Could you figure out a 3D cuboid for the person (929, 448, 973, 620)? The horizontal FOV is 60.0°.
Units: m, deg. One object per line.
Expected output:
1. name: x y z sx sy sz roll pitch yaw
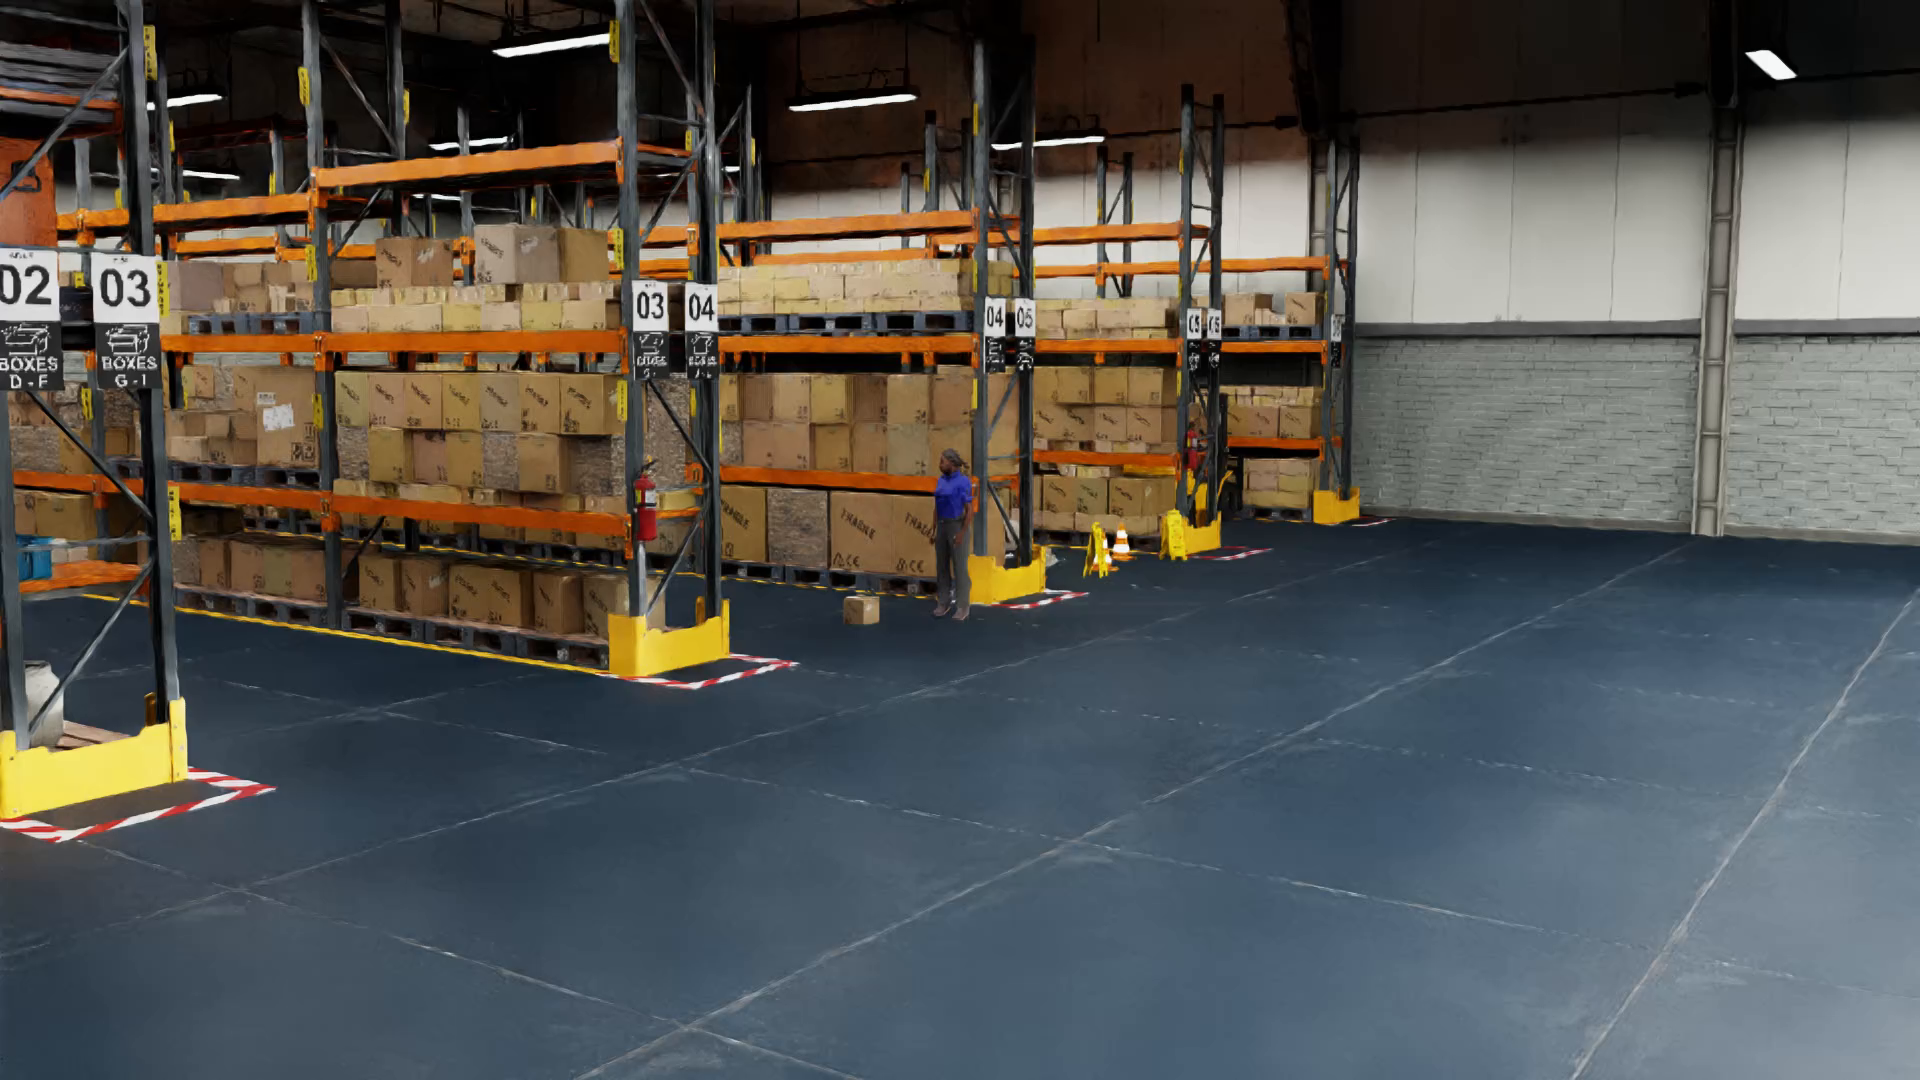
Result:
1. person: -0.098 -0.060 16.517 0.374 1.700 0.500 -6 9 -44
